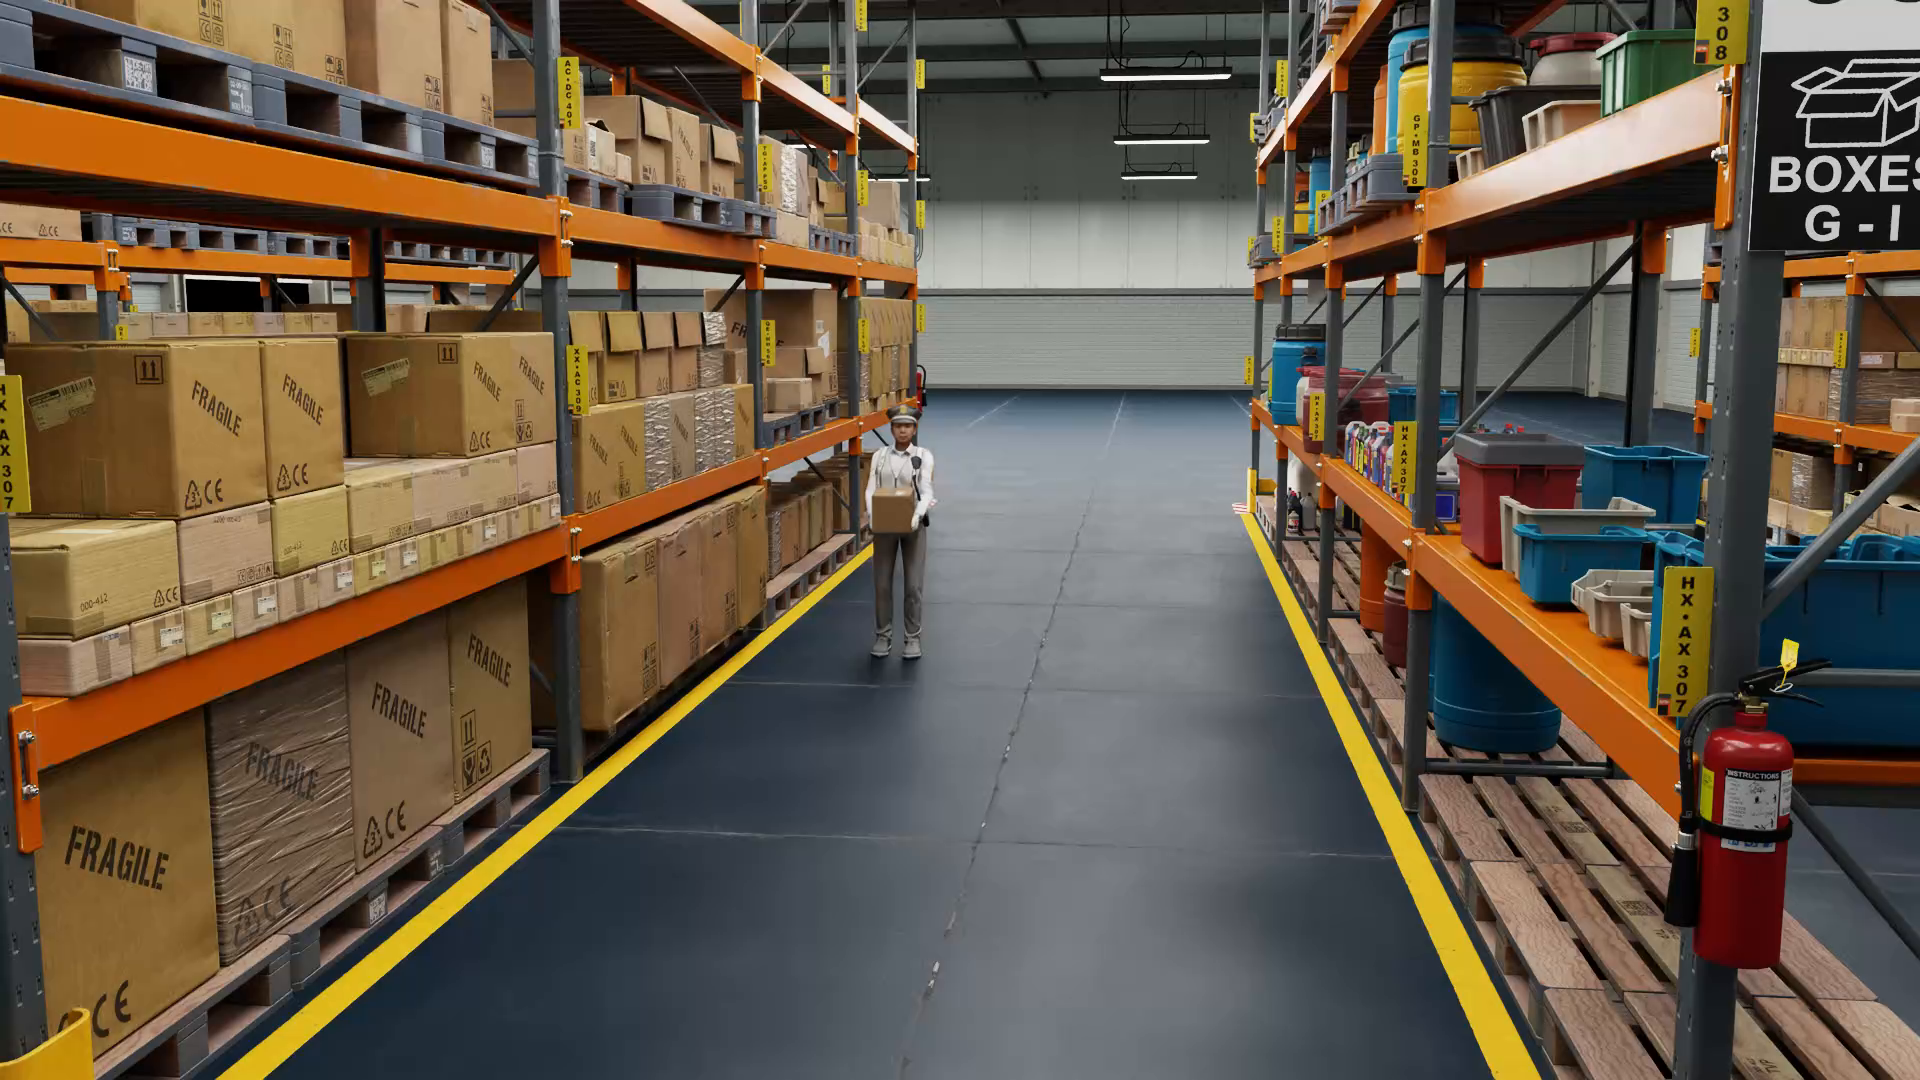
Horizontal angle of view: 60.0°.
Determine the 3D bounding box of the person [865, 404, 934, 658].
[{"bbox_3d":[-0.407,-0.061,11.141,0.463,1.688,0.554,1,8,6],"label":"person"}]
